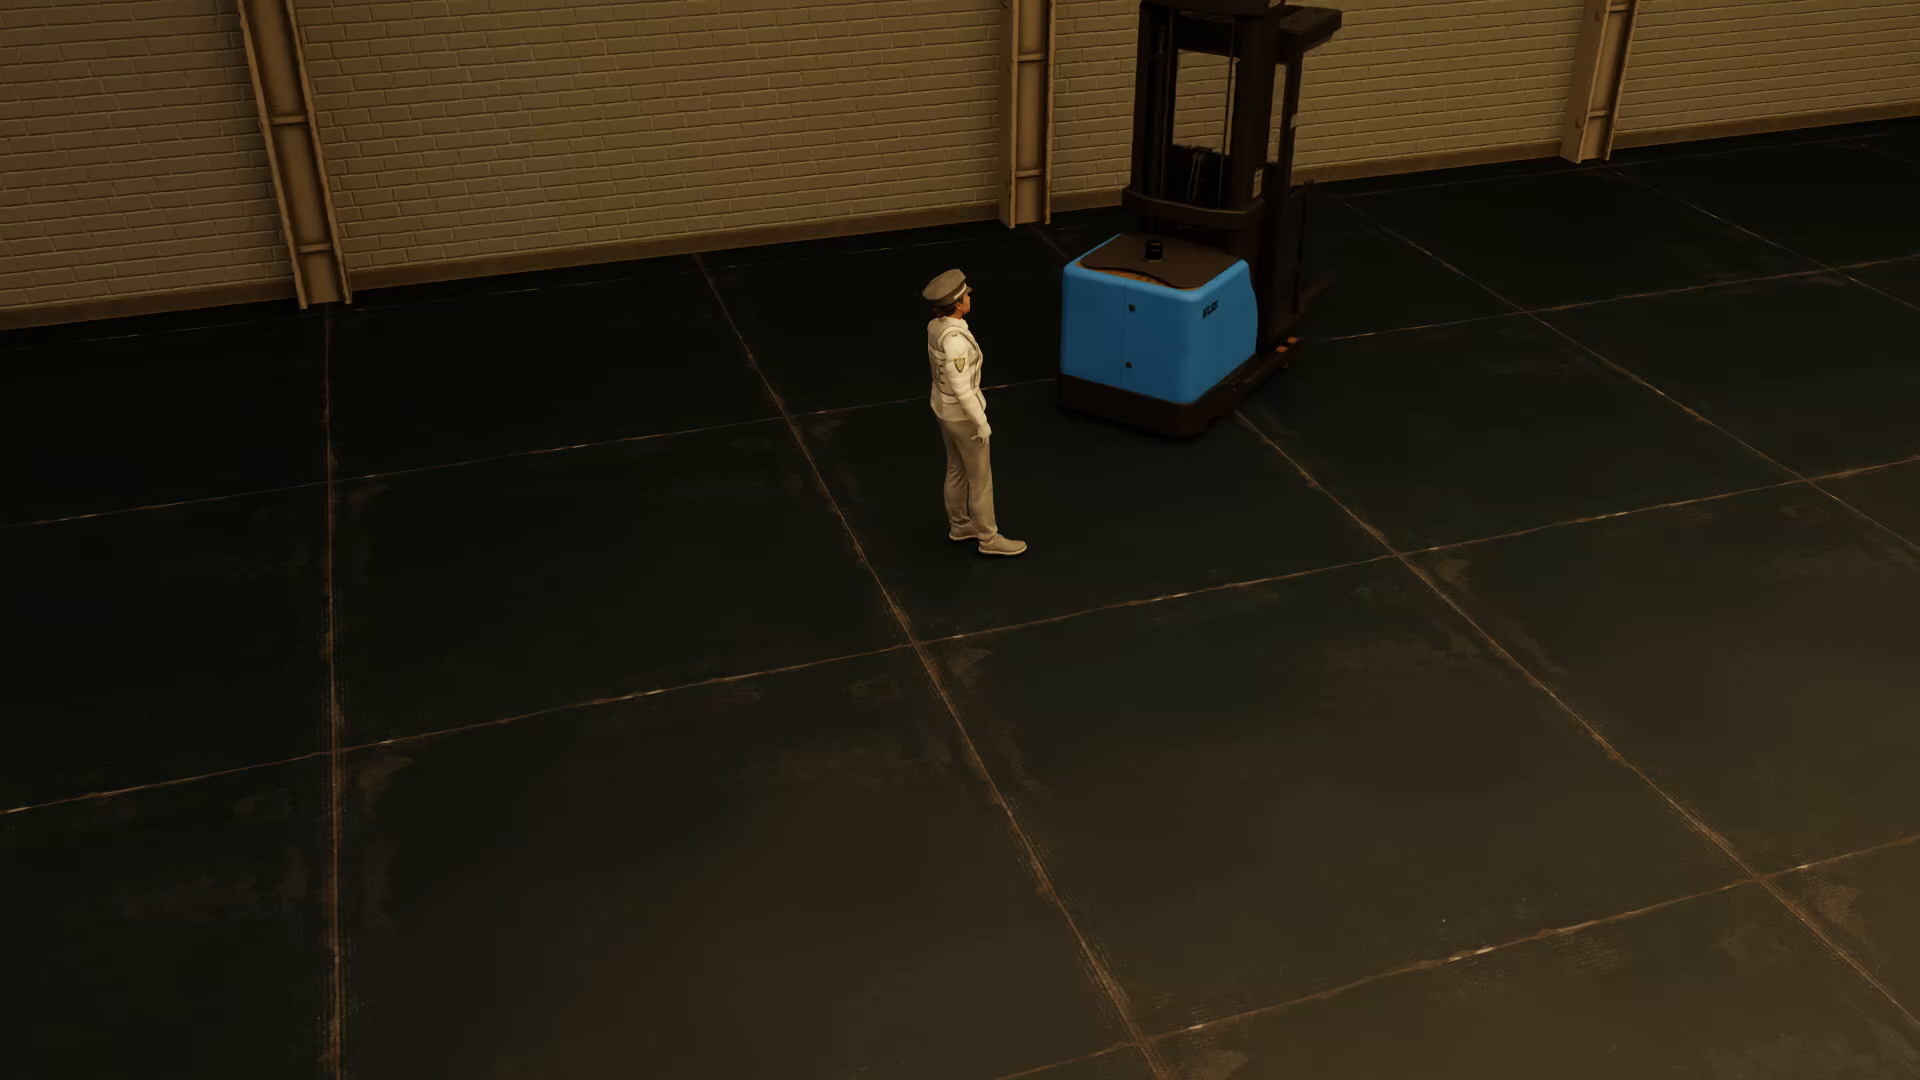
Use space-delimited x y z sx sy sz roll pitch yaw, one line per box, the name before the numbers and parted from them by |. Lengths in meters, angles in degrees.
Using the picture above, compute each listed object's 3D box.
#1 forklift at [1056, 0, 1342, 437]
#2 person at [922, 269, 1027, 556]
forklift | 1.897 -2.646 11.685 1.130 2.935 3.031 18 35 28
person | 0.068 -0.748 9.613 0.530 1.694 0.586 -10 31 -16
